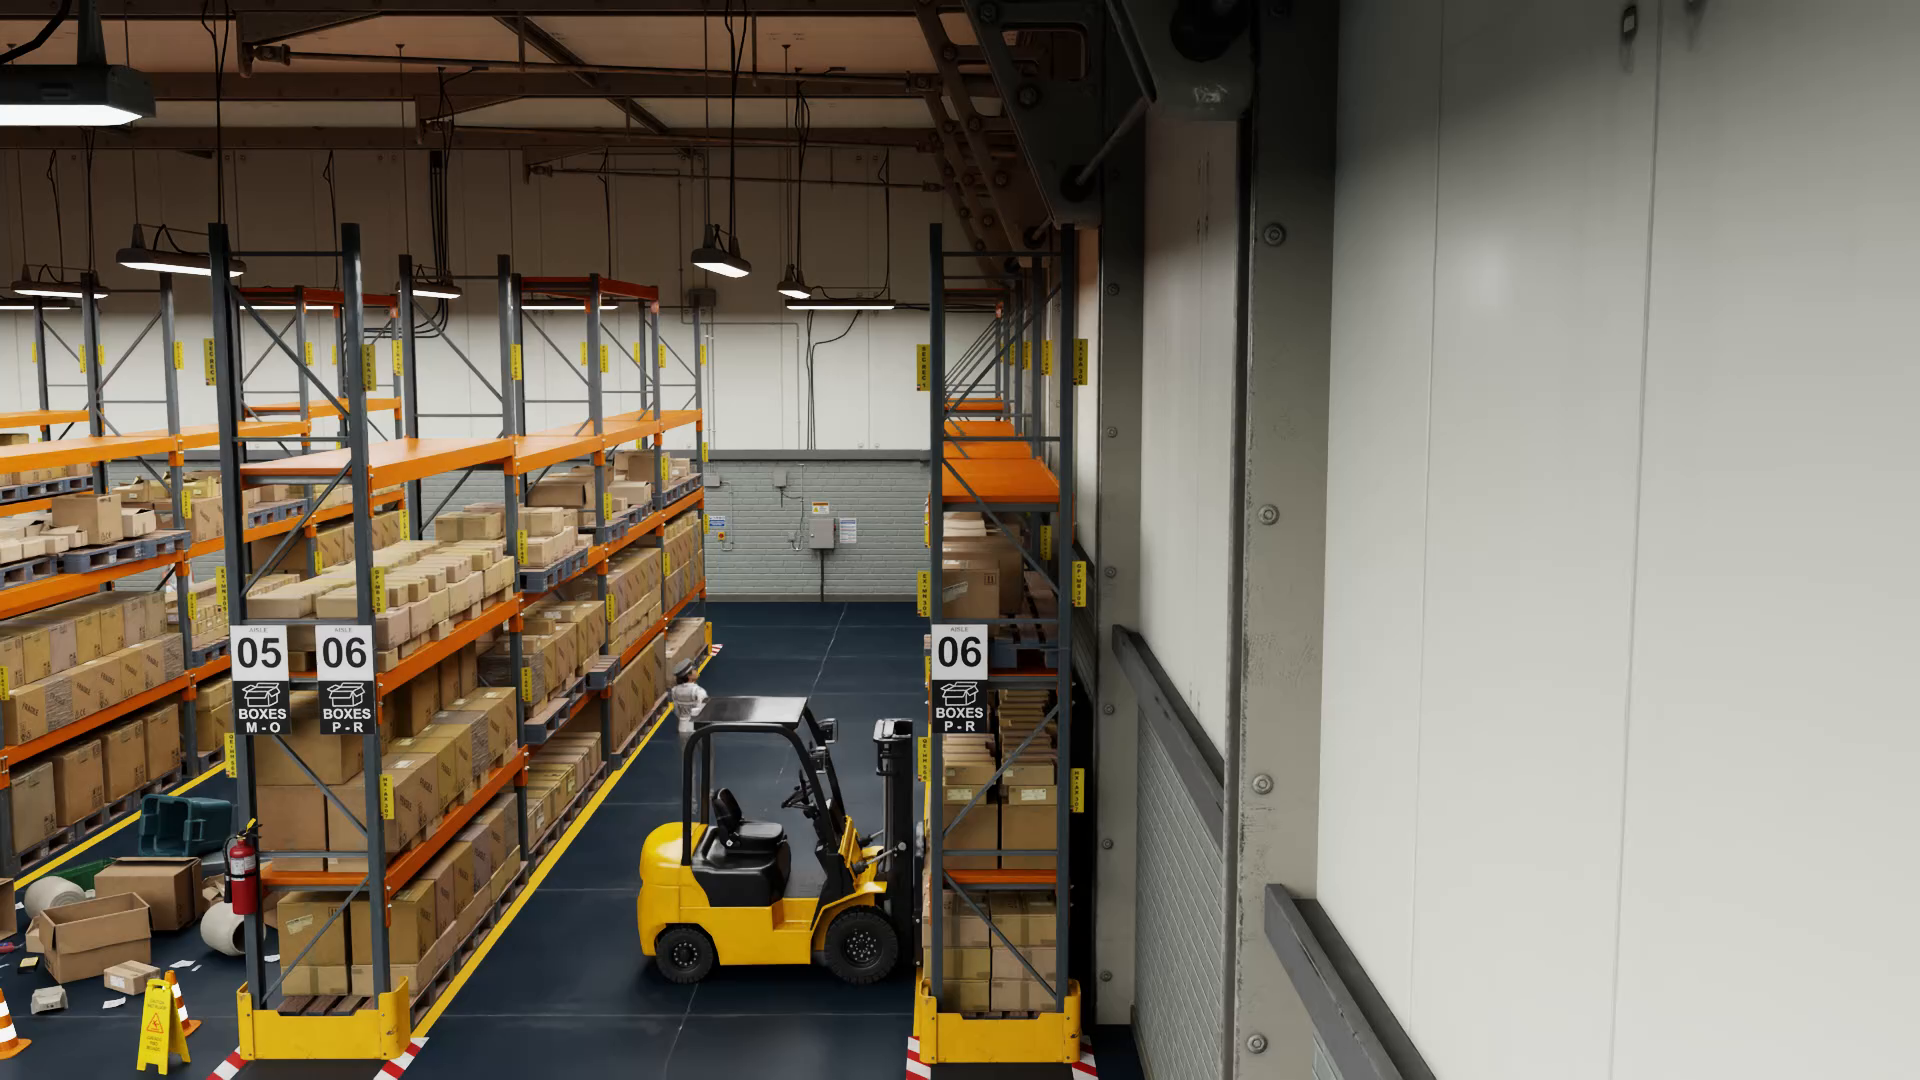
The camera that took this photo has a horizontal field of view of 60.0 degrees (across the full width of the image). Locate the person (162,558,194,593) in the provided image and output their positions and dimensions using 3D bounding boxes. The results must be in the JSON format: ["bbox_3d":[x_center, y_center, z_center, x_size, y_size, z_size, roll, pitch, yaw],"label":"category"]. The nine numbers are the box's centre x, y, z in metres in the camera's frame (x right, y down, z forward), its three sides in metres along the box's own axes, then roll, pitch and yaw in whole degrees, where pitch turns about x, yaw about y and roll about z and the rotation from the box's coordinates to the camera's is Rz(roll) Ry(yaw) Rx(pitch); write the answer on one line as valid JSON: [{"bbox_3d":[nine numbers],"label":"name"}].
[{"bbox_3d":[-13.742,0.851,29.286,0.537,1.759,0.895,-3,8,-27],"label":"person"}]

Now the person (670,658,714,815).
[{"bbox_3d":[-2.869,2.094,17.839,0.434,1.712,0.732,0,7,-4],"label":"person"}]
